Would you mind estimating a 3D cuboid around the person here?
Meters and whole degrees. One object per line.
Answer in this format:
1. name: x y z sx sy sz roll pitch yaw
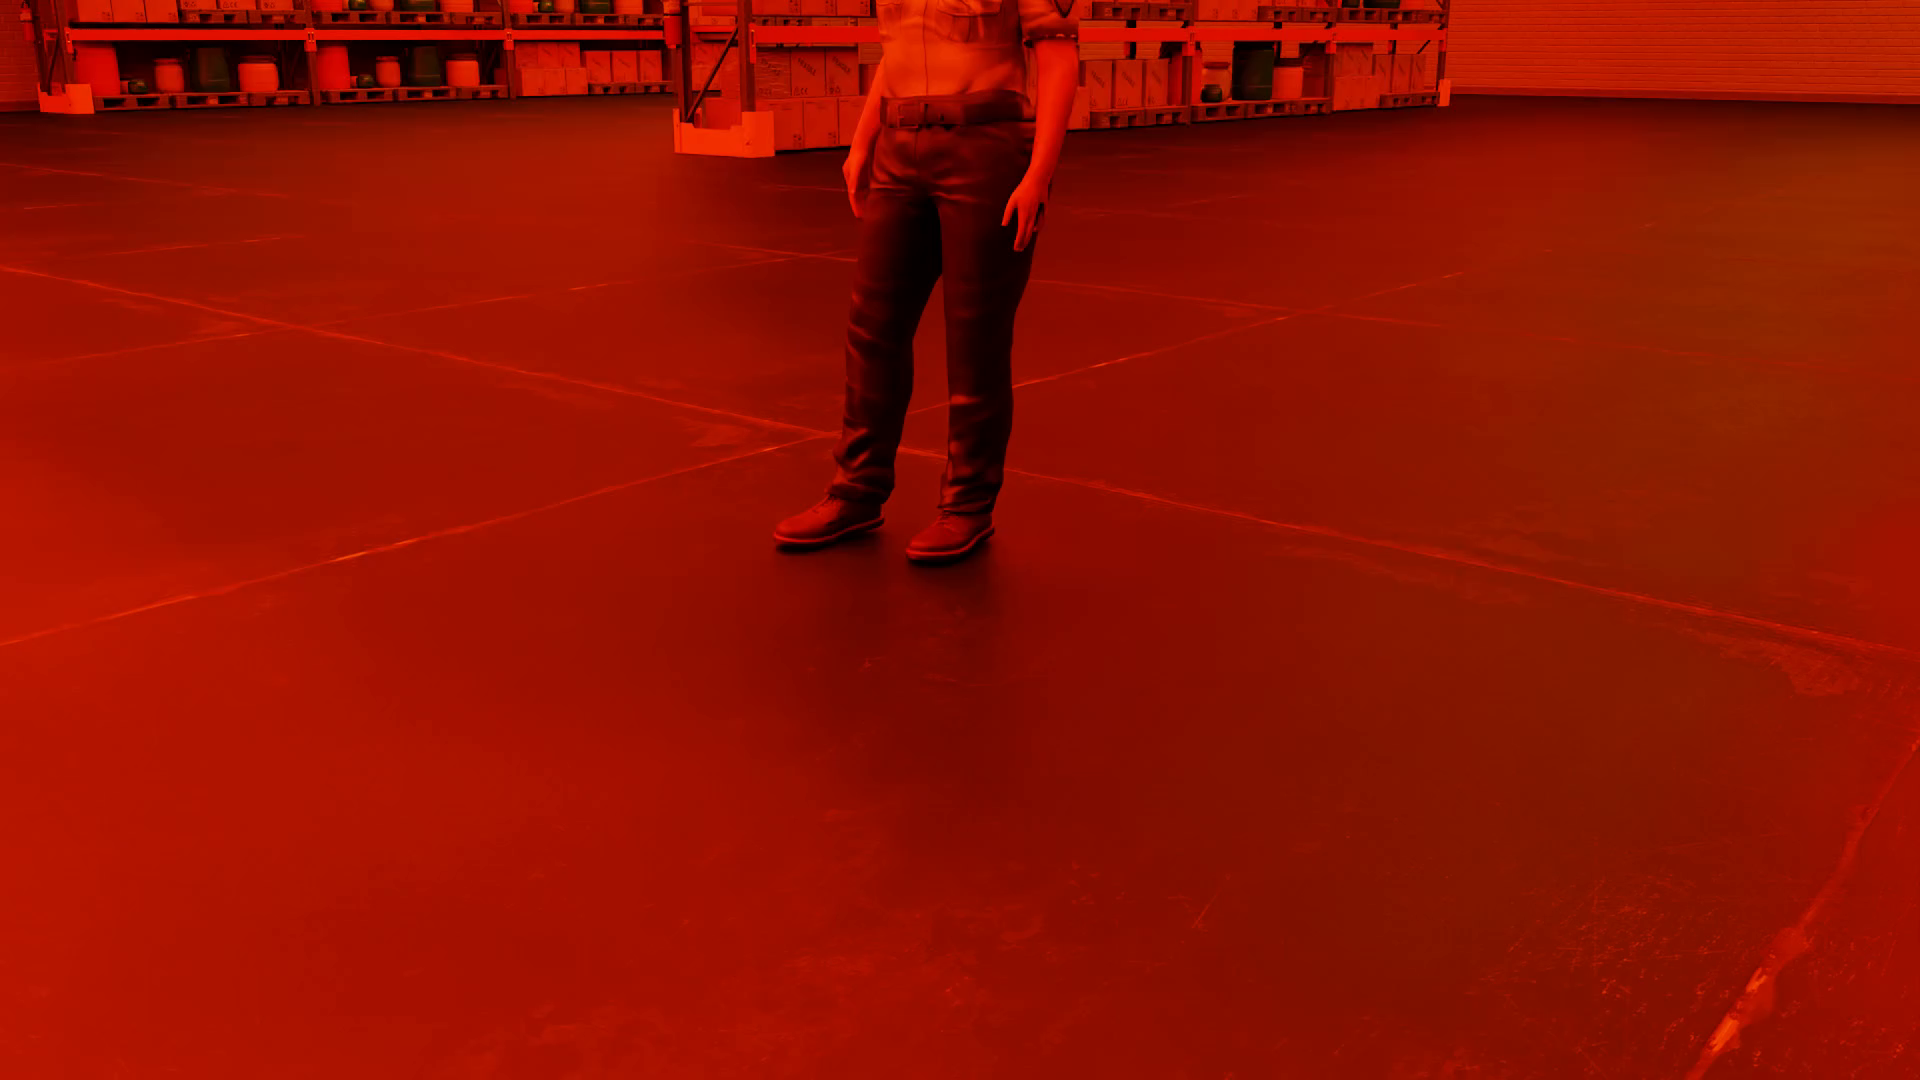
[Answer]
1. person: -0.075 -0.781 3.648 0.598 1.651 0.503 13 21 37
